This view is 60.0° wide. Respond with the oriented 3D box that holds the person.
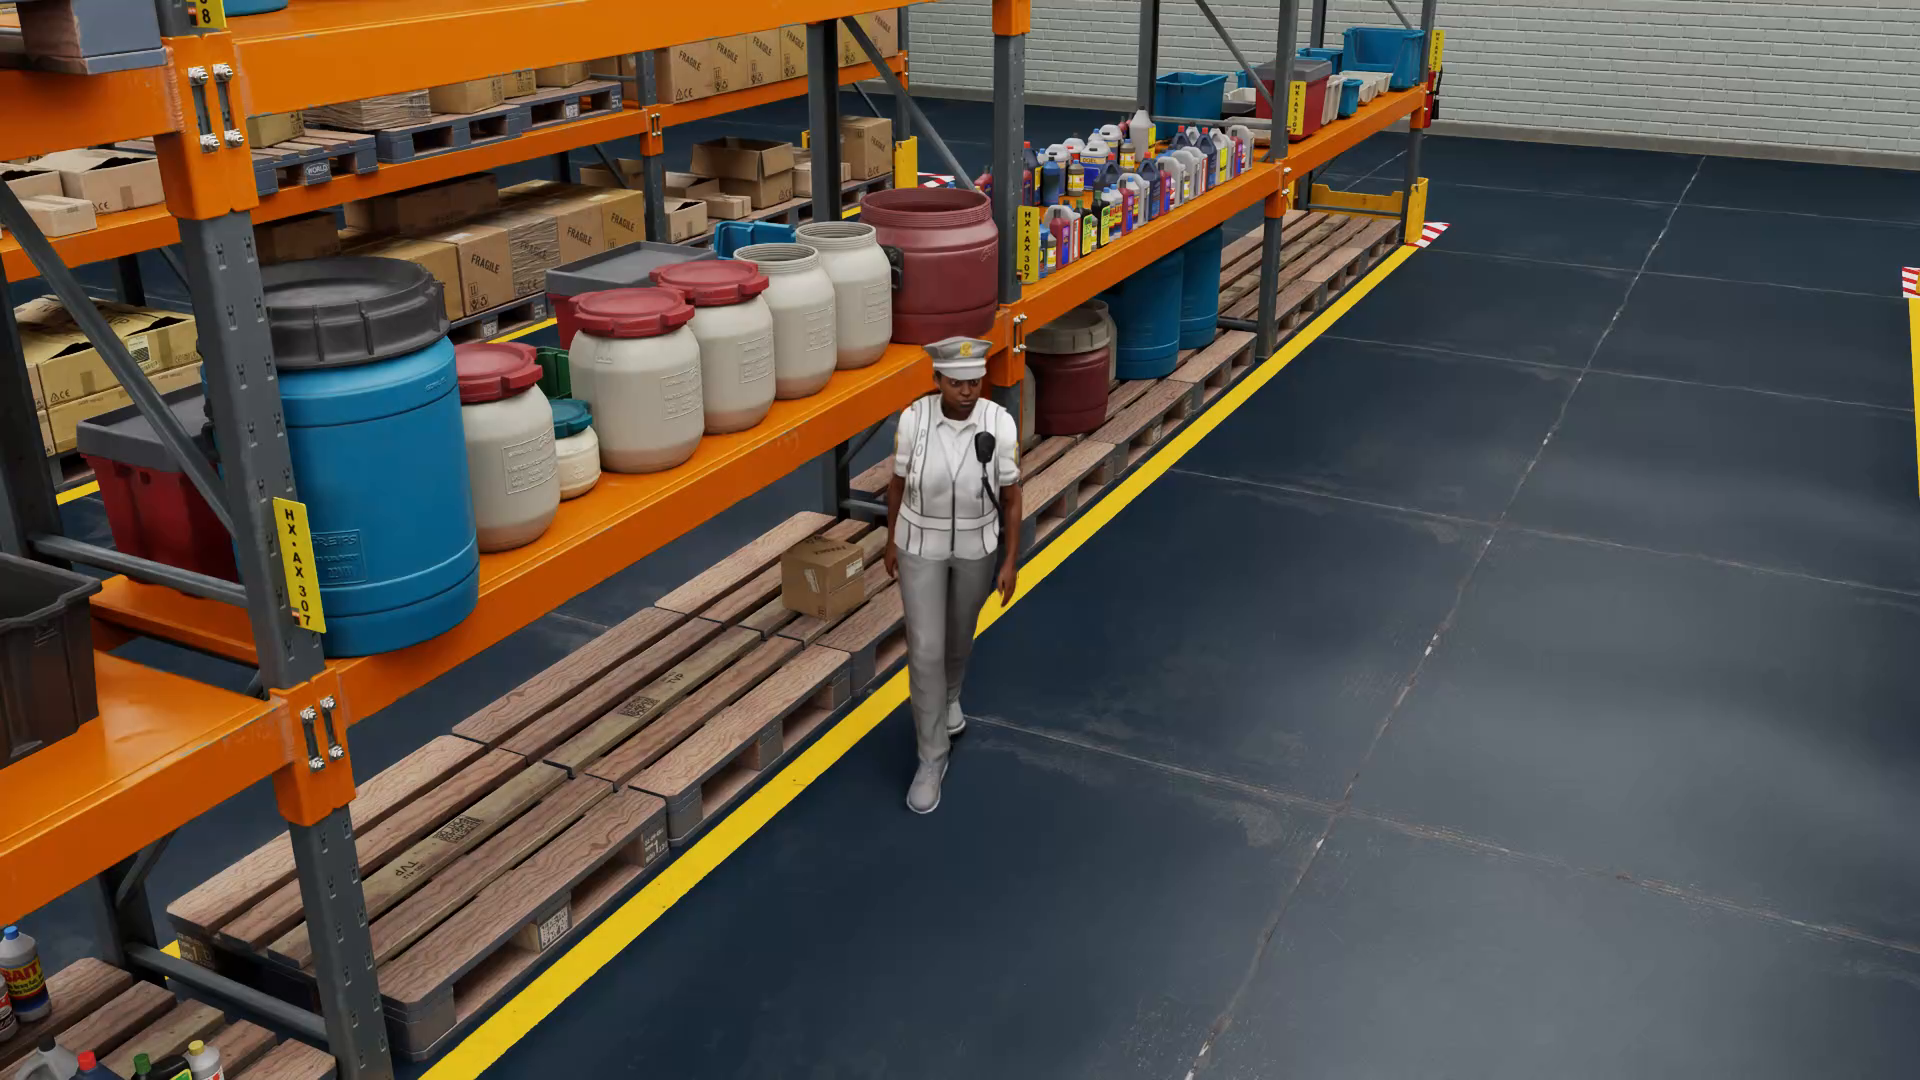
[{"bbox_3d":[-0.022,0.055,5.964,0.476,1.687,0.754,-3,23,-8],"label":"person"}]
